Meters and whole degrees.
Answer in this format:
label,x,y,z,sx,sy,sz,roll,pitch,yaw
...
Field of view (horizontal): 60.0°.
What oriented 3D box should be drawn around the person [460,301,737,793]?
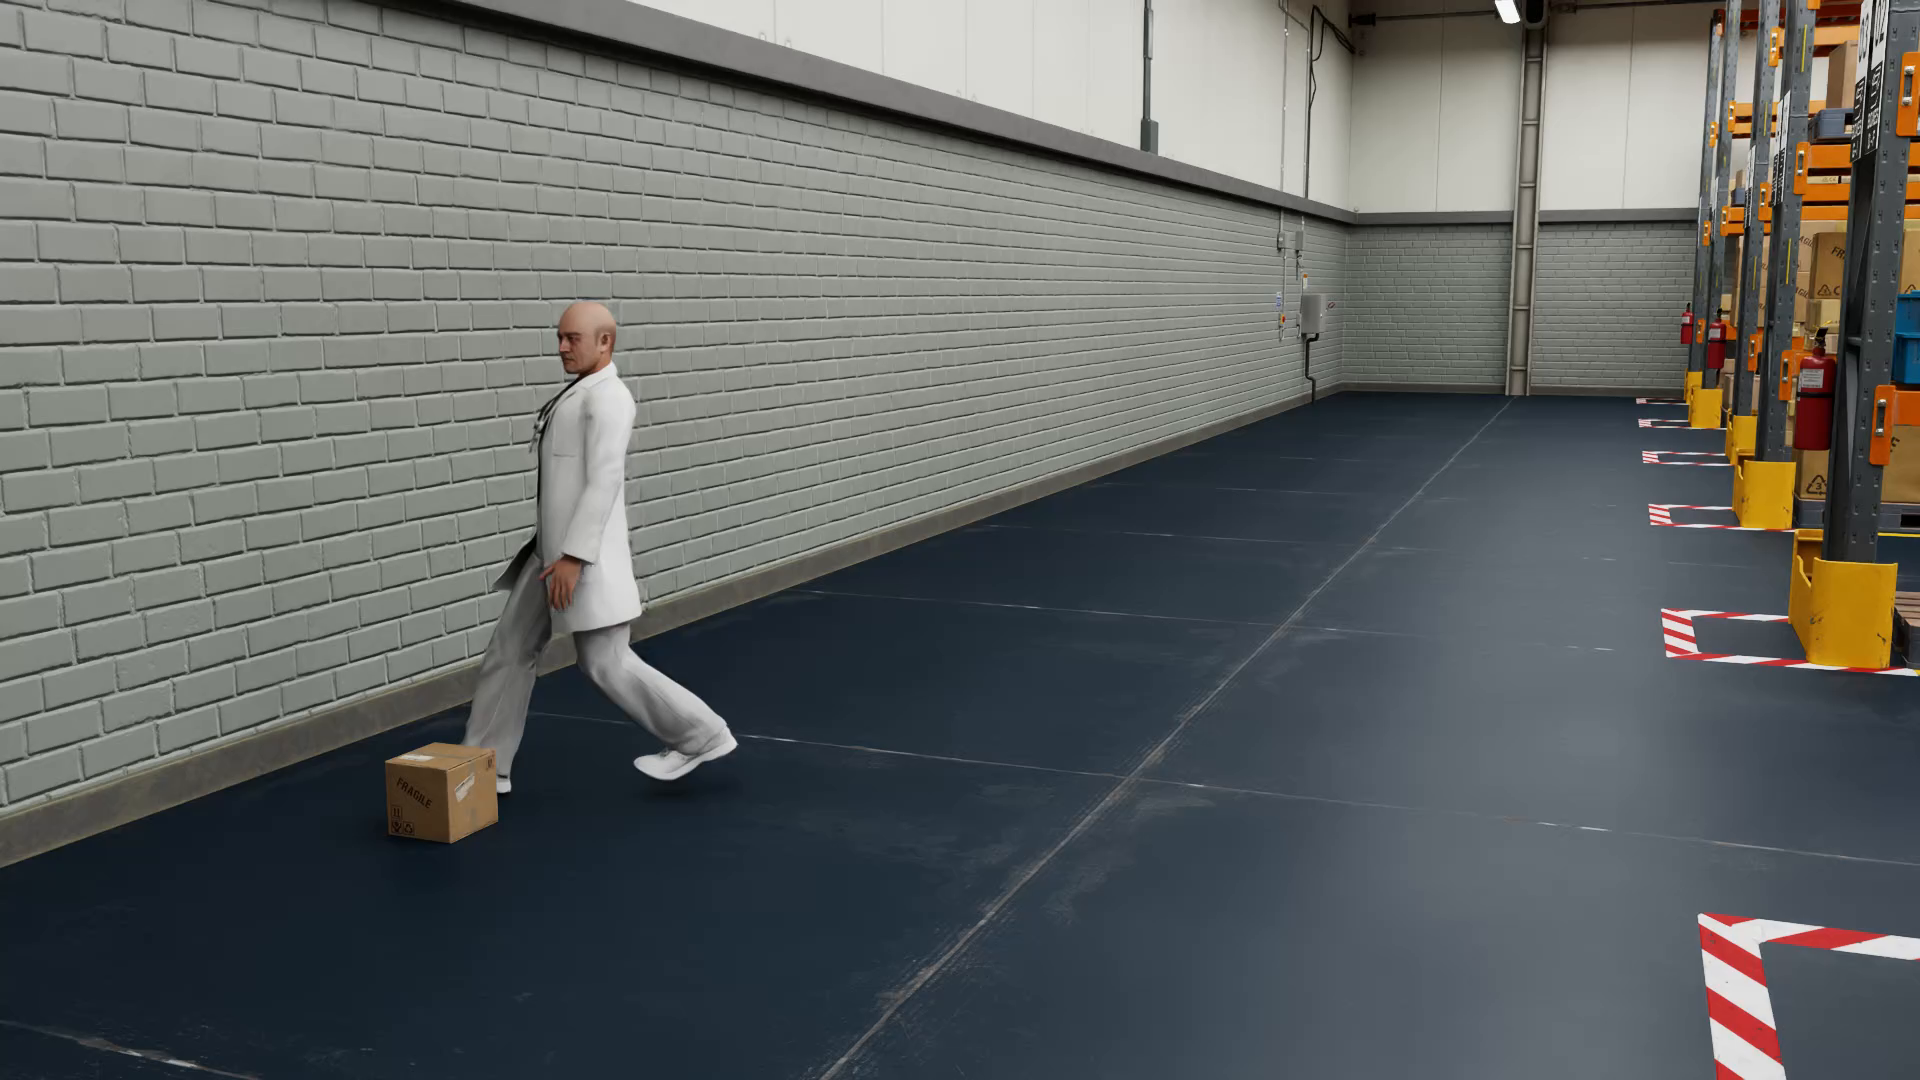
label,x,y,z,sx,sy,sz,roll,pitch,yaw
person,-1.372,0.041,5.763,1.120,1.720,0.613,-4,9,-26
